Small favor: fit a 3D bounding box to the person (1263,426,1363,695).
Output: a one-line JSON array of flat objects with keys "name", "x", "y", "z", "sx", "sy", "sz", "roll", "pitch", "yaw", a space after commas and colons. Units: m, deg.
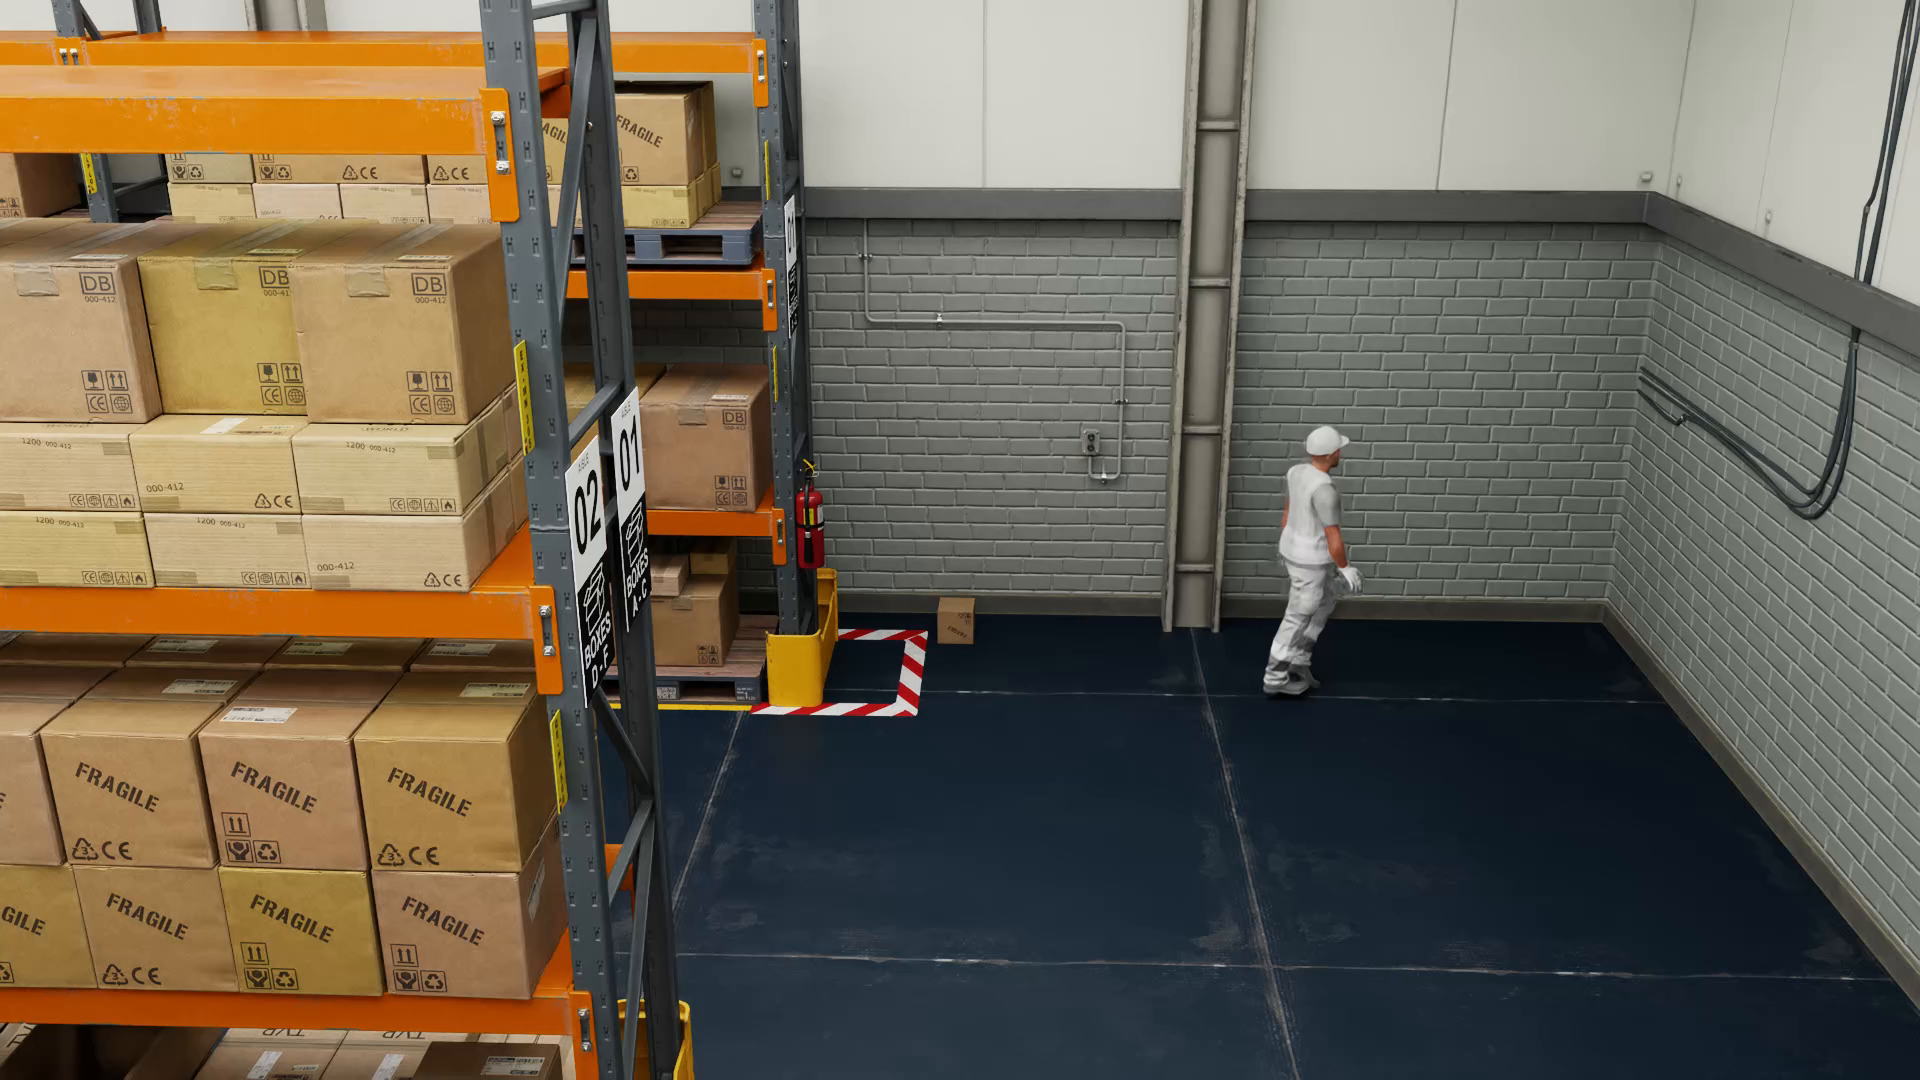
[{"name": "person", "x": 2.219, "y": 0.151, "z": 10.634, "sx": 0.545, "sy": 1.827, "sz": 0.666, "roll": -4, "pitch": 21, "yaw": -11}]
